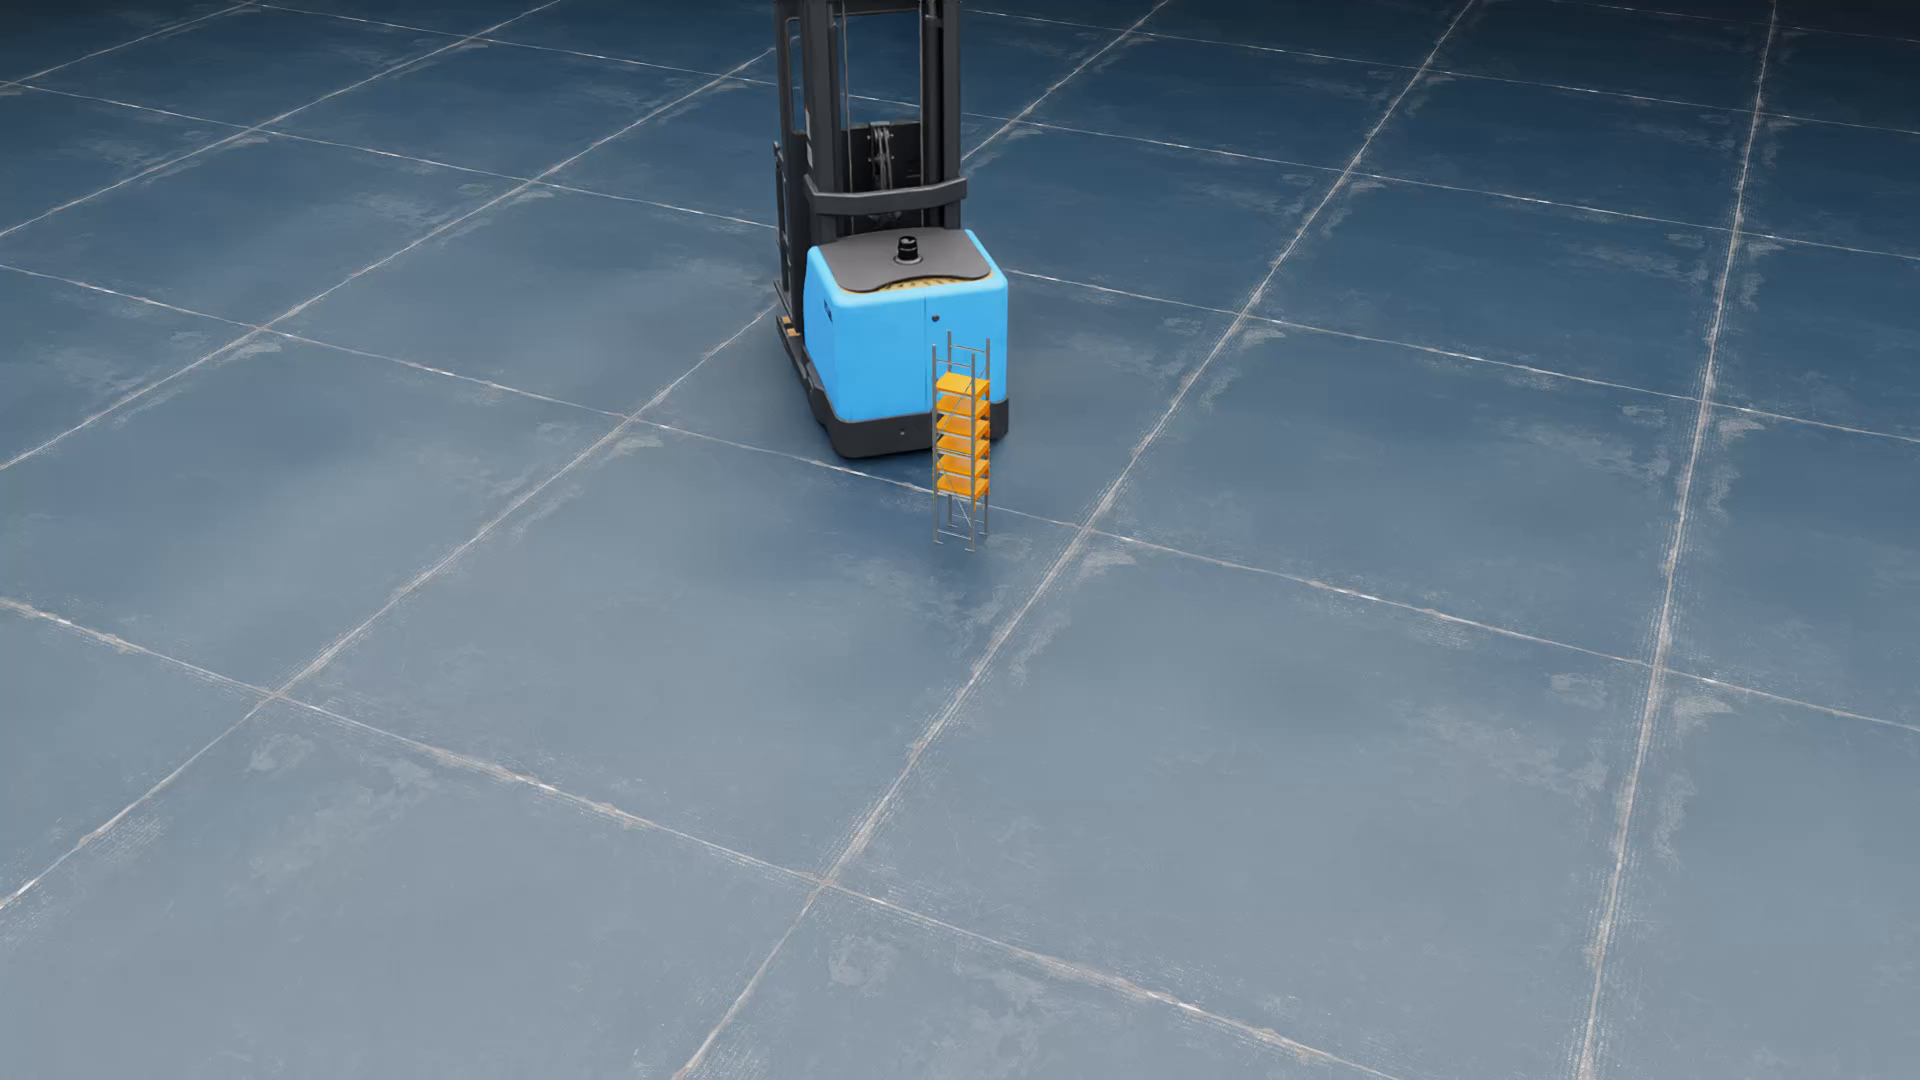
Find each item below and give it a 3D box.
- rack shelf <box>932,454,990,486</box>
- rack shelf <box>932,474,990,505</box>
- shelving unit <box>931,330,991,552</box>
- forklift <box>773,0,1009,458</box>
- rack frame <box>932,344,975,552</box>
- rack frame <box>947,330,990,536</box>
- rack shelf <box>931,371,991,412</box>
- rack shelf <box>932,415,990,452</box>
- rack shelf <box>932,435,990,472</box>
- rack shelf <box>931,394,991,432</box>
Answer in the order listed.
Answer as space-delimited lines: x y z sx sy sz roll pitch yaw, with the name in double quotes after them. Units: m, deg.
0.006 -0.371 8.891 0.258 0.103 0.180 14 36 20 "rack shelf"
0.006 -0.271 8.956 0.258 0.103 0.180 14 36 20 "rack shelf"
0.006 -0.509 8.800 0.258 1.200 0.189 14 36 20 "shelving unit"
-0.600 -2.508 10.270 1.130 2.935 3.031 -9 34 -13 "forklift"
-0.032 -0.463 8.731 0.240 1.200 0.006 14 36 20 "rack frame"
0.044 -0.555 8.870 0.240 1.200 0.006 14 36 20 "rack frame"
0.006 -0.773 8.627 0.258 0.103 0.180 14 36 20 "rack shelf"
0.006 -0.572 8.759 0.258 0.103 0.180 14 36 20 "rack shelf"
0.006 -0.472 8.825 0.258 0.103 0.180 14 36 20 "rack shelf"
0.006 -0.673 8.693 0.258 0.103 0.180 14 36 20 "rack shelf"
